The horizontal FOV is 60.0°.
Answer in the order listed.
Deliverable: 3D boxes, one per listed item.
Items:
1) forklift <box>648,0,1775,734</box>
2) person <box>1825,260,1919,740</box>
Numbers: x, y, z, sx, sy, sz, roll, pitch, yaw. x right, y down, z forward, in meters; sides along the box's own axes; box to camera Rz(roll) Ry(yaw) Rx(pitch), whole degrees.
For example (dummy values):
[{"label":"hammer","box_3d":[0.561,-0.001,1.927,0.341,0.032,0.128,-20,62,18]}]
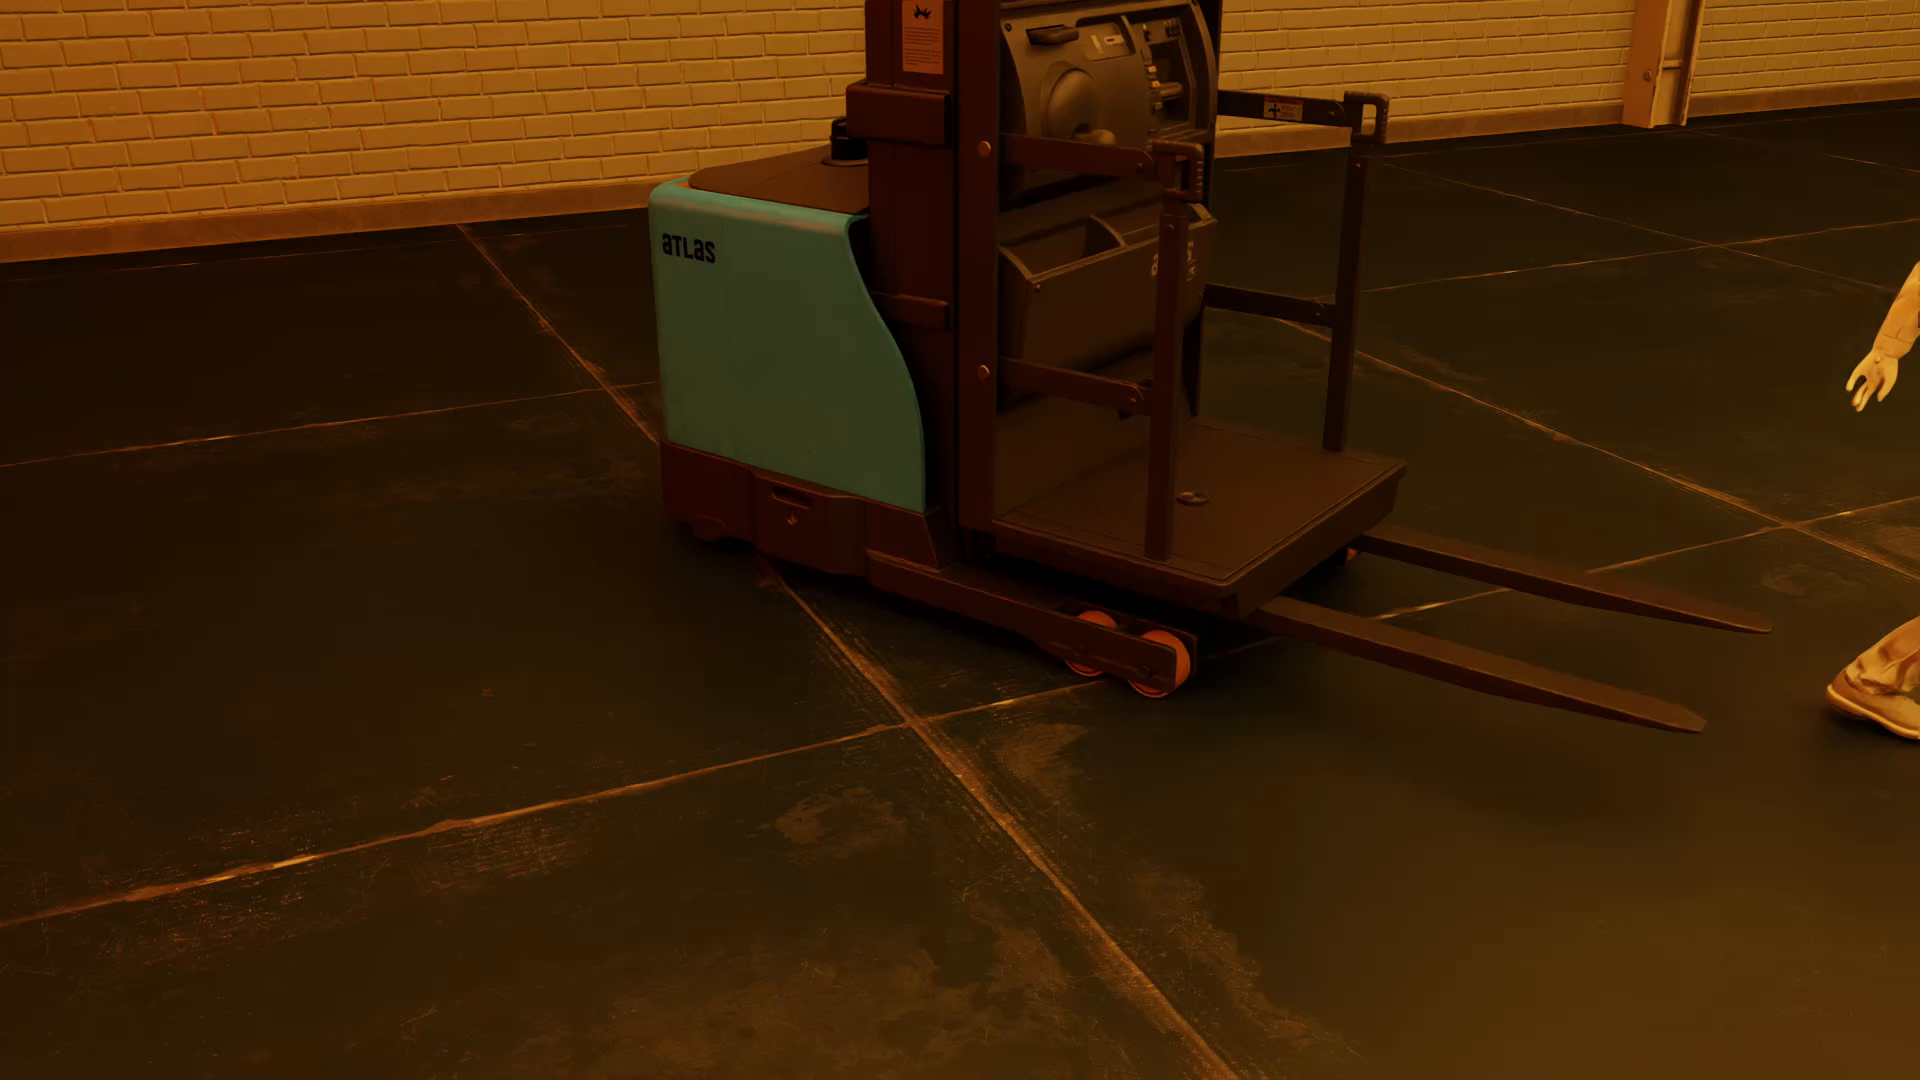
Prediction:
[{"label":"forklift","box_3d":[0.568,-1.190,4.150,3.031,2.935,1.130,16,27,34]},{"label":"person","box_3d":[2.478,-0.246,3.681,0.895,1.611,0.506,7,24,17]}]
